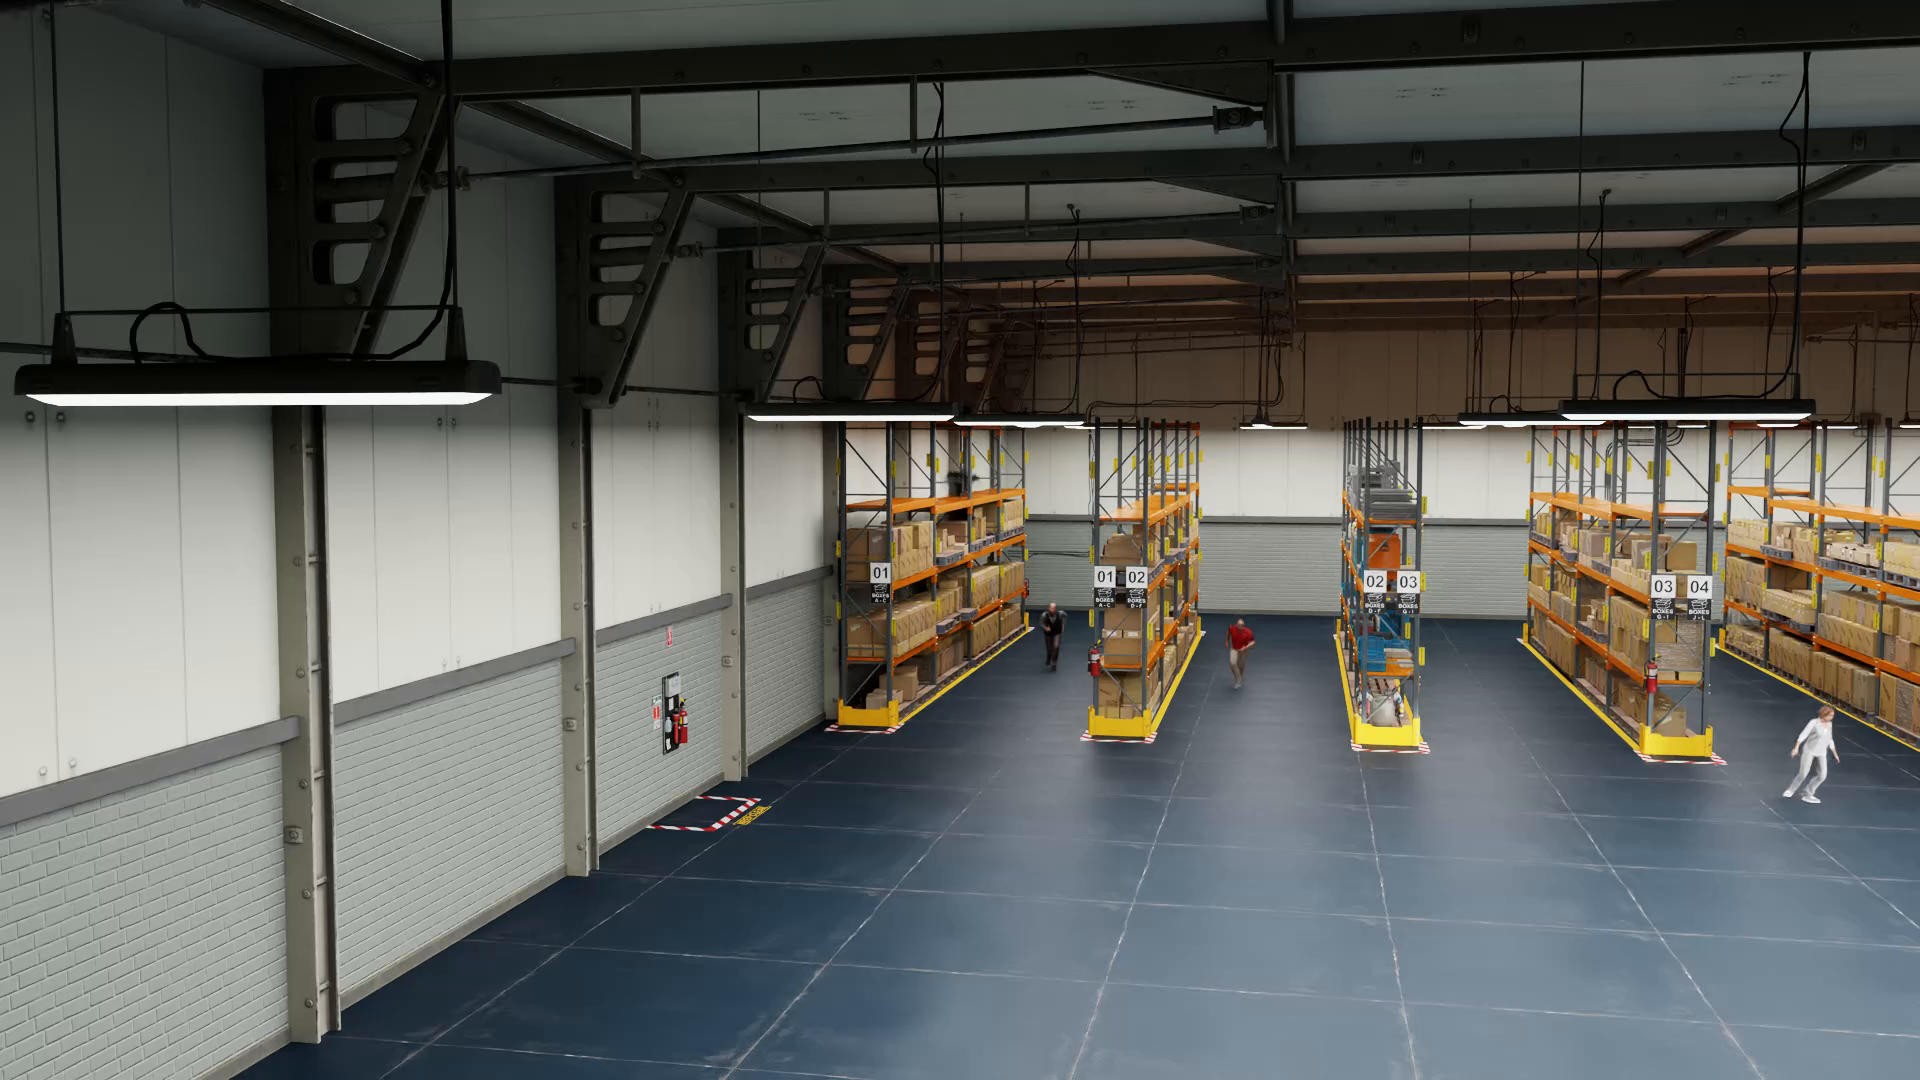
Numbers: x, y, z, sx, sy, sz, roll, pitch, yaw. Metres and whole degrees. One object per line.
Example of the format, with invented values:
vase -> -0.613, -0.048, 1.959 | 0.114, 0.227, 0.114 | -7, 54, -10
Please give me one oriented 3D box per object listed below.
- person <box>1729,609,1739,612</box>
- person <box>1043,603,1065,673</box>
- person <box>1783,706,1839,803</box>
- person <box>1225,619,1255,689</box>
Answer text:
person -> 21.013, 1.938, 44.988 | 0.713, 1.838, 0.650 | -1, 4, -10
person -> 2.253, 2.324, 40.083 | 0.574, 1.681, 0.988 | 0, 4, -4
person -> 13.135, 3.291, 25.665 | 0.669, 1.526, 0.585 | -1, 4, -13
person -> 6.291, 2.509, 37.328 | 0.673, 1.569, 1.075 | 1, 4, 13
